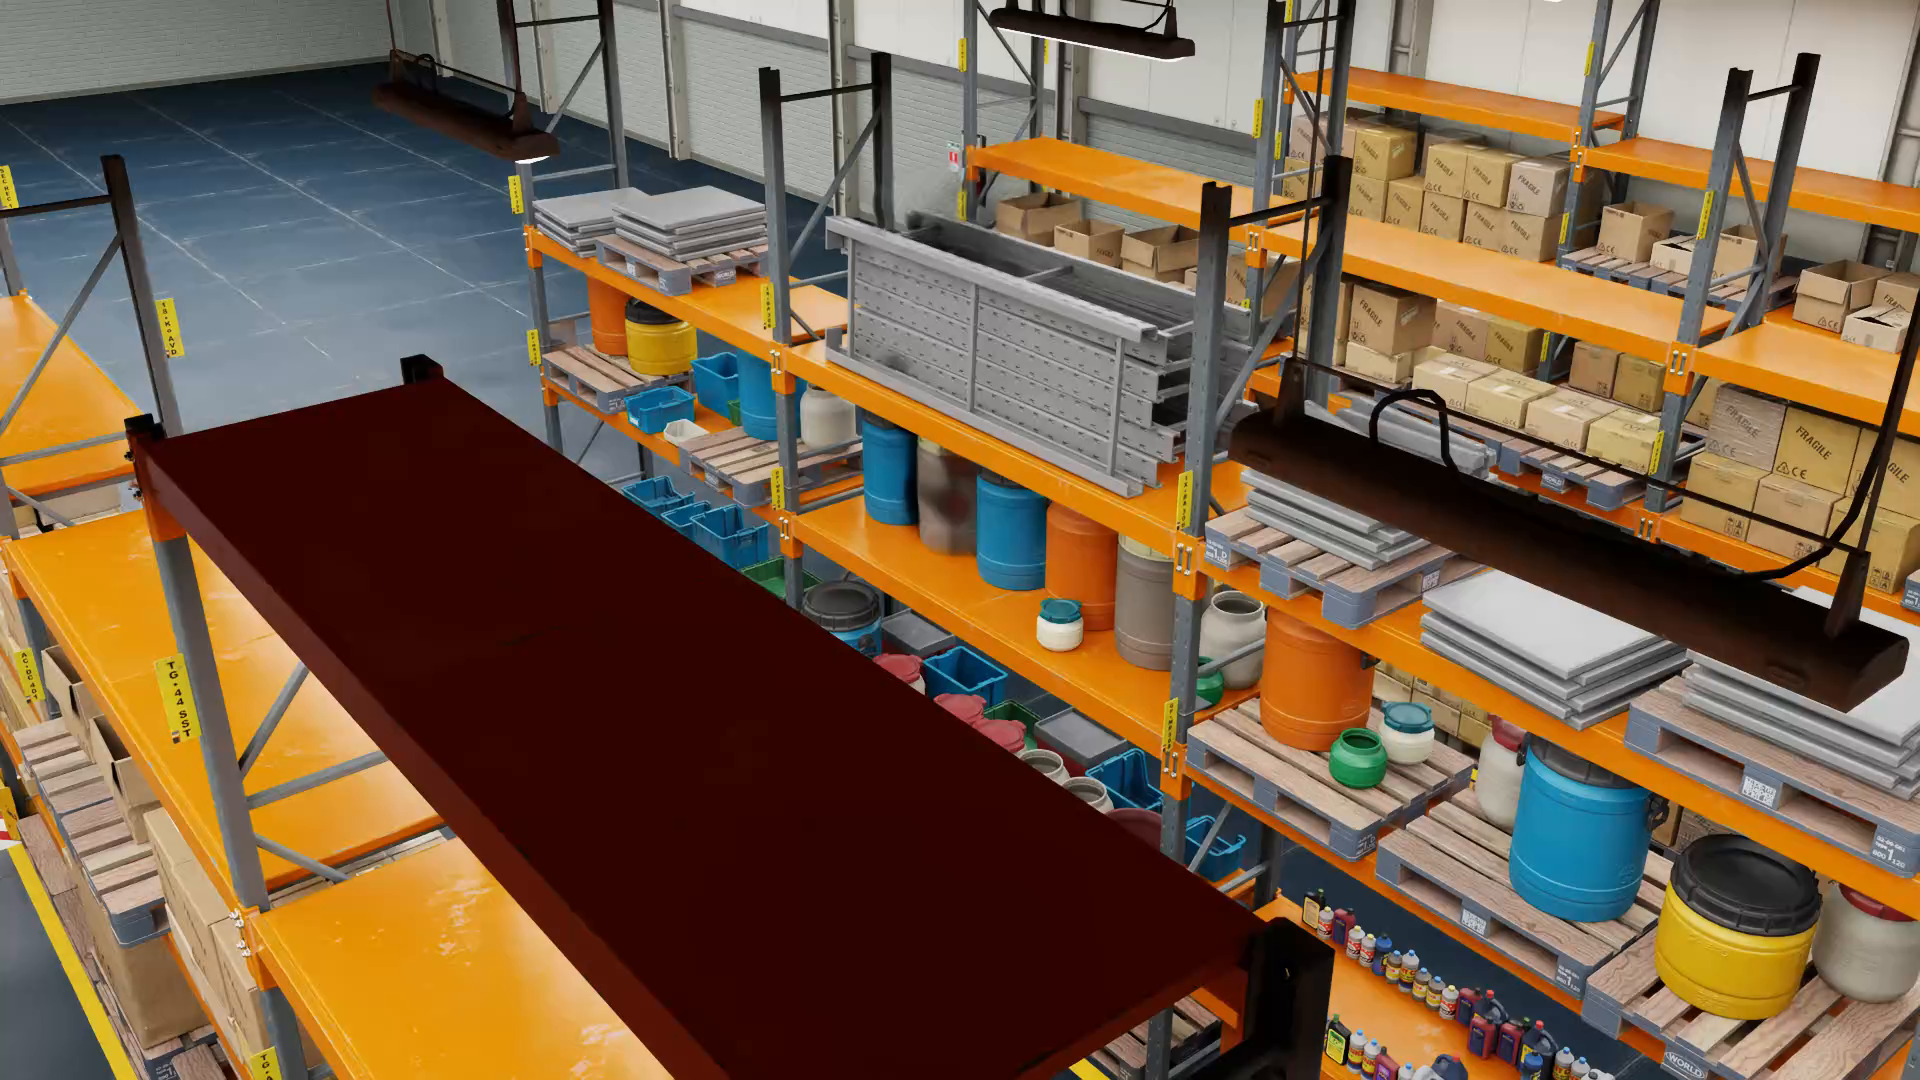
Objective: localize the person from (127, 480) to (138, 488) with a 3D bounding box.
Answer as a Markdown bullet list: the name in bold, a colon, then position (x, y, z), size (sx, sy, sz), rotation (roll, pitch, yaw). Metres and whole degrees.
- **person**: position (-8.090, -0.254, 16.924), size (0.660, 1.683, 0.555), rotation (-2, 26, -4)
